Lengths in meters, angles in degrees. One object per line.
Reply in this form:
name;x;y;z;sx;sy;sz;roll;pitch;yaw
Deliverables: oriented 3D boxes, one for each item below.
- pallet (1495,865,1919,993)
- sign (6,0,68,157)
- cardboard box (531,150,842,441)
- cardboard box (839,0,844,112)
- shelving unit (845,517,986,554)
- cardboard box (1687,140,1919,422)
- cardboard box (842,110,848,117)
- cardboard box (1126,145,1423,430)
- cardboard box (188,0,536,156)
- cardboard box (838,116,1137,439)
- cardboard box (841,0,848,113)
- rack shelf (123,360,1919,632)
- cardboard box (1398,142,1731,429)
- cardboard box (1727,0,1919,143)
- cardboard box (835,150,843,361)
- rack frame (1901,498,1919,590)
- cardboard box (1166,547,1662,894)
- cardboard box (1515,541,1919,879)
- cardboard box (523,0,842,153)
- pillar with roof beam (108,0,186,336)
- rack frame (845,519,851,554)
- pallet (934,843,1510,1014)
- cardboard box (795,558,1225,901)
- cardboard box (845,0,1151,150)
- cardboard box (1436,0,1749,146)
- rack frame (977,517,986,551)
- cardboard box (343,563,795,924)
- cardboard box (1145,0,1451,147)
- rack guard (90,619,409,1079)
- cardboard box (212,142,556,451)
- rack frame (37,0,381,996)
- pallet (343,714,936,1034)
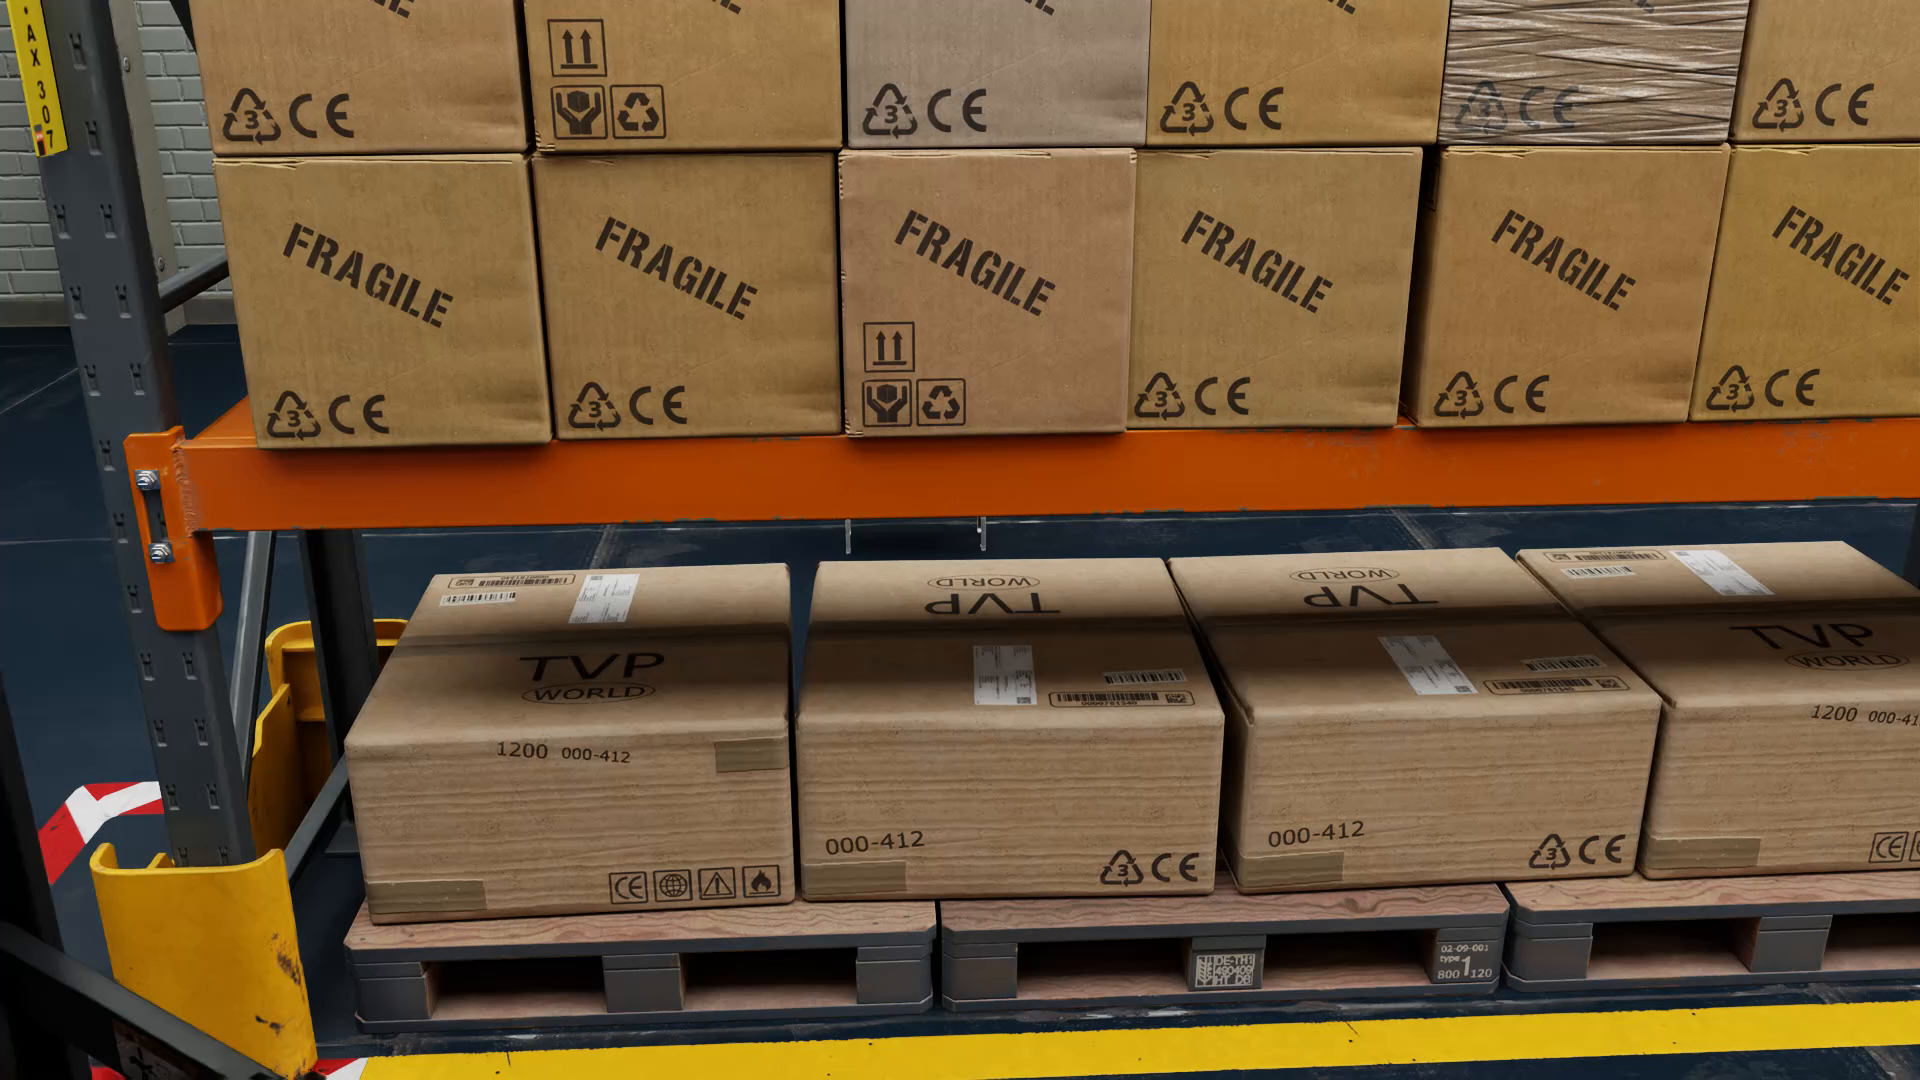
pallet;1.754;0.684;4.028;1.213;0.211;1.003;-1;21;-3
sign;-1.450;-0.770;2.600;0.005;0.325;0.100;-1;21;-3
cardboard box;-0.477;-0.500;3.079;0.500;0.500;0.500;-1;21;-4
cardboard box;-0.488;-1.155;3.393;0.500;0.500;0.500;-1;21;-3
shelving unit;-0.165;-0.557;5.899;0.503;1.200;0.258;-1;21;-3
cardboard box;1.556;-0.541;3.186;0.500;0.500;0.500;-2;21;-4
cardboard box;0.005;-0.695;3.590;0.500;0.500;0.500;-1;21;-1
cardboard box;0.531;-0.520;3.131;0.500;0.500;0.500;0;21;-1
cardboard box;-0.980;-0.948;2.850;0.500;0.500;0.500;-2;21;-4
cardboard box;0.032;-0.504;3.089;0.500;0.500;0.500;-1;21;-3
cardboard box;0.006;-1.164;3.417;0.500;0.500;0.500;-1;21;-3
rack shelf;0.521;-0.230;3.521;4.000;0.370;1.077;-1;21;-3
cardboard box;1.055;-0.526;3.145;0.500;0.500;0.500;-1;21;-4
cardboard box;1.555;-1.006;3.001;0.500;0.500;0.500;-1;21;-4
cardboard box;-0.508;-0.681;3.554;0.500;0.500;0.500;-2;21;-4
rack frame;2.518;-0.607;3.499;0.127;3.000;1.000;-1;21;-3
cardboard box;0.991;0.387;3.899;0.875;0.438;0.875;-2;21;-5
cardboard box;1.885;0.369;3.947;0.875;0.438;0.875;-1;21;-4
cardboard box;-0.465;-0.961;2.884;0.500;0.500;0.500;-2;21;-5
pillar with roof beam;-4.261;-3.829;3.530;0.400;9.000;9.100;-1;21;-3
rack frame;-0.409;-0.552;5.886;0.015;1.200;0.240;-1;21;-3
pallet;0.533;0.710;3.960;1.213;0.211;1.003;-1;21;-3
cardboard box;0.090;0.405;3.852;0.875;0.438;0.875;-1;21;-2
cardboard box;0.048;-0.974;2.919;0.500;0.500;0.500;-1;21;-3
cardboard box;1.048;-0.992;2.965;0.500;0.500;0.500;-1;21;-2
rack frame;0.078;-0.562;5.912;0.015;1.200;0.240;-1;21;-3
cardboard box;-0.823;0.427;3.796;0.875;0.438;0.875;-2;21;-5
cardboard box;0.546;-0.985;2.946;0.500;0.500;0.500;-1;21;-3
rack guard;-1.500;0.643;3.729;0.348;0.500;1.175;-1;21;-3
cardboard box;-0.980;-0.480;3.026;0.500;0.500;0.500;-1;21;-3
rack frame;-1.476;-0.526;3.286;0.127;3.000;1.000;-1;21;-3
pallet;-0.682;0.734;3.898;1.213;0.211;1.003;-1;21;-3
